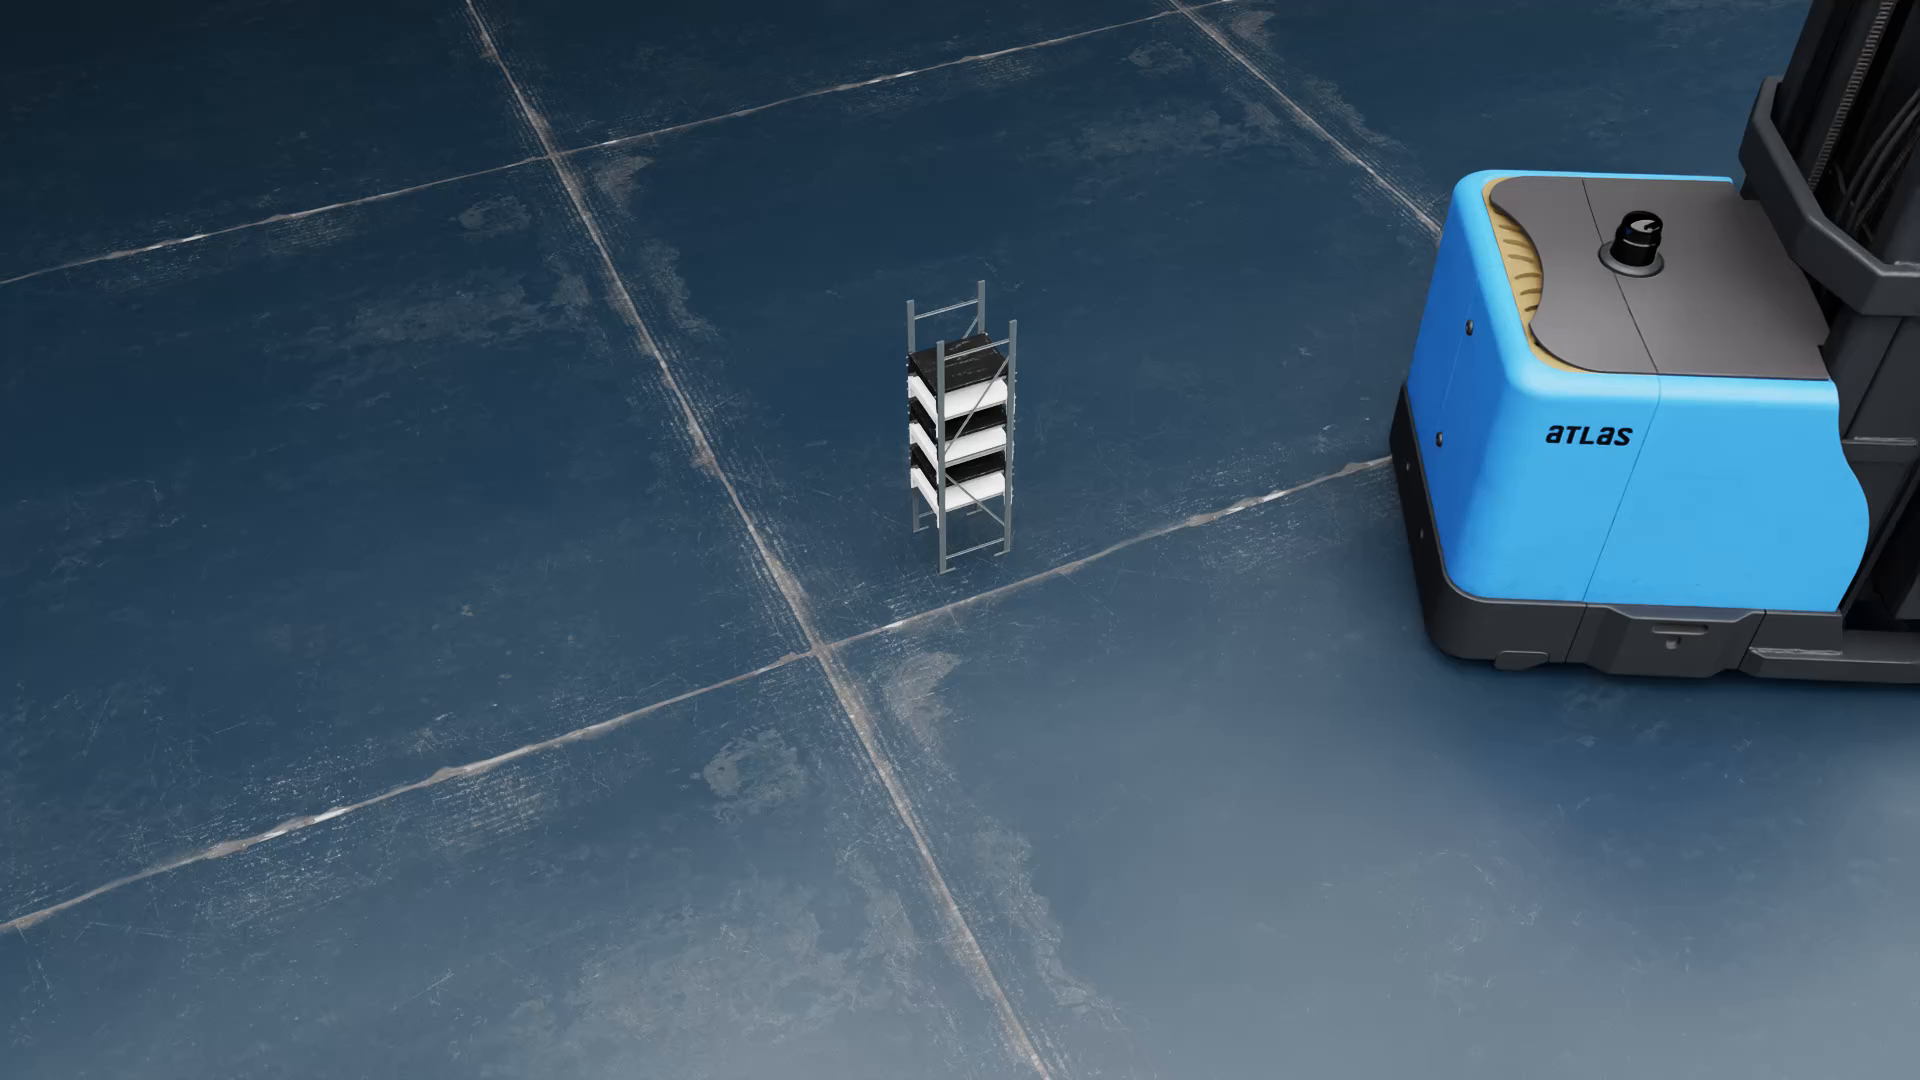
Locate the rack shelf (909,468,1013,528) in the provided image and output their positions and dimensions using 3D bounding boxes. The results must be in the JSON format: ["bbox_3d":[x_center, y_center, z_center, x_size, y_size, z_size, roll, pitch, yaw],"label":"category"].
[{"bbox_3d":[0.003,-0.163,5.079,0.258,0.077,0.200,-18,47,-17],"label":"rack shelf"}]

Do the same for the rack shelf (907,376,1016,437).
[{"bbox_3d":[0.003,-0.420,4.826,0.258,0.077,0.200,-18,47,-17],"label":"rack shelf"}]

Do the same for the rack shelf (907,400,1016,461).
[{"bbox_3d":[0.003,-0.355,4.889,0.258,0.077,0.200,-18,47,-17],"label":"rack shelf"}]

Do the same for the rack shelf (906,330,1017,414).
[{"bbox_3d":[0.003,-0.484,4.762,0.258,0.077,0.200,-18,47,-17],"label":"rack shelf"}]

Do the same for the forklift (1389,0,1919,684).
[{"bbox_3d":[2.903,-0.964,4.140,3.031,2.935,1.130,2,45,2],"label":"forklift"}]

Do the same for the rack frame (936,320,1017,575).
[{"bbox_3d":[0.046,-0.250,4.863,0.240,0.900,0.006,-18,47,-17],"label":"rack frame"}]

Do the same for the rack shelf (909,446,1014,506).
[{"bbox_3d":[0.003,-0.227,5.015,0.258,0.077,0.200,-18,47,-17],"label":"rack shelf"}]

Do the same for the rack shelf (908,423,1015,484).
[{"bbox_3d":[0.003,-0.291,4.952,0.258,0.077,0.200,-18,47,-17],"label":"rack shelf"}]

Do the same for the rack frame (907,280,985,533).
[{"bbox_3d":[-0.039,-0.380,4.994,0.240,0.900,0.006,-18,47,-17],"label":"rack frame"}]

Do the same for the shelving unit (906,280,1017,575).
[{"bbox_3d":[0.003,-0.315,4.929,0.258,0.900,0.210,-18,47,-17],"label":"shelving unit"}]
